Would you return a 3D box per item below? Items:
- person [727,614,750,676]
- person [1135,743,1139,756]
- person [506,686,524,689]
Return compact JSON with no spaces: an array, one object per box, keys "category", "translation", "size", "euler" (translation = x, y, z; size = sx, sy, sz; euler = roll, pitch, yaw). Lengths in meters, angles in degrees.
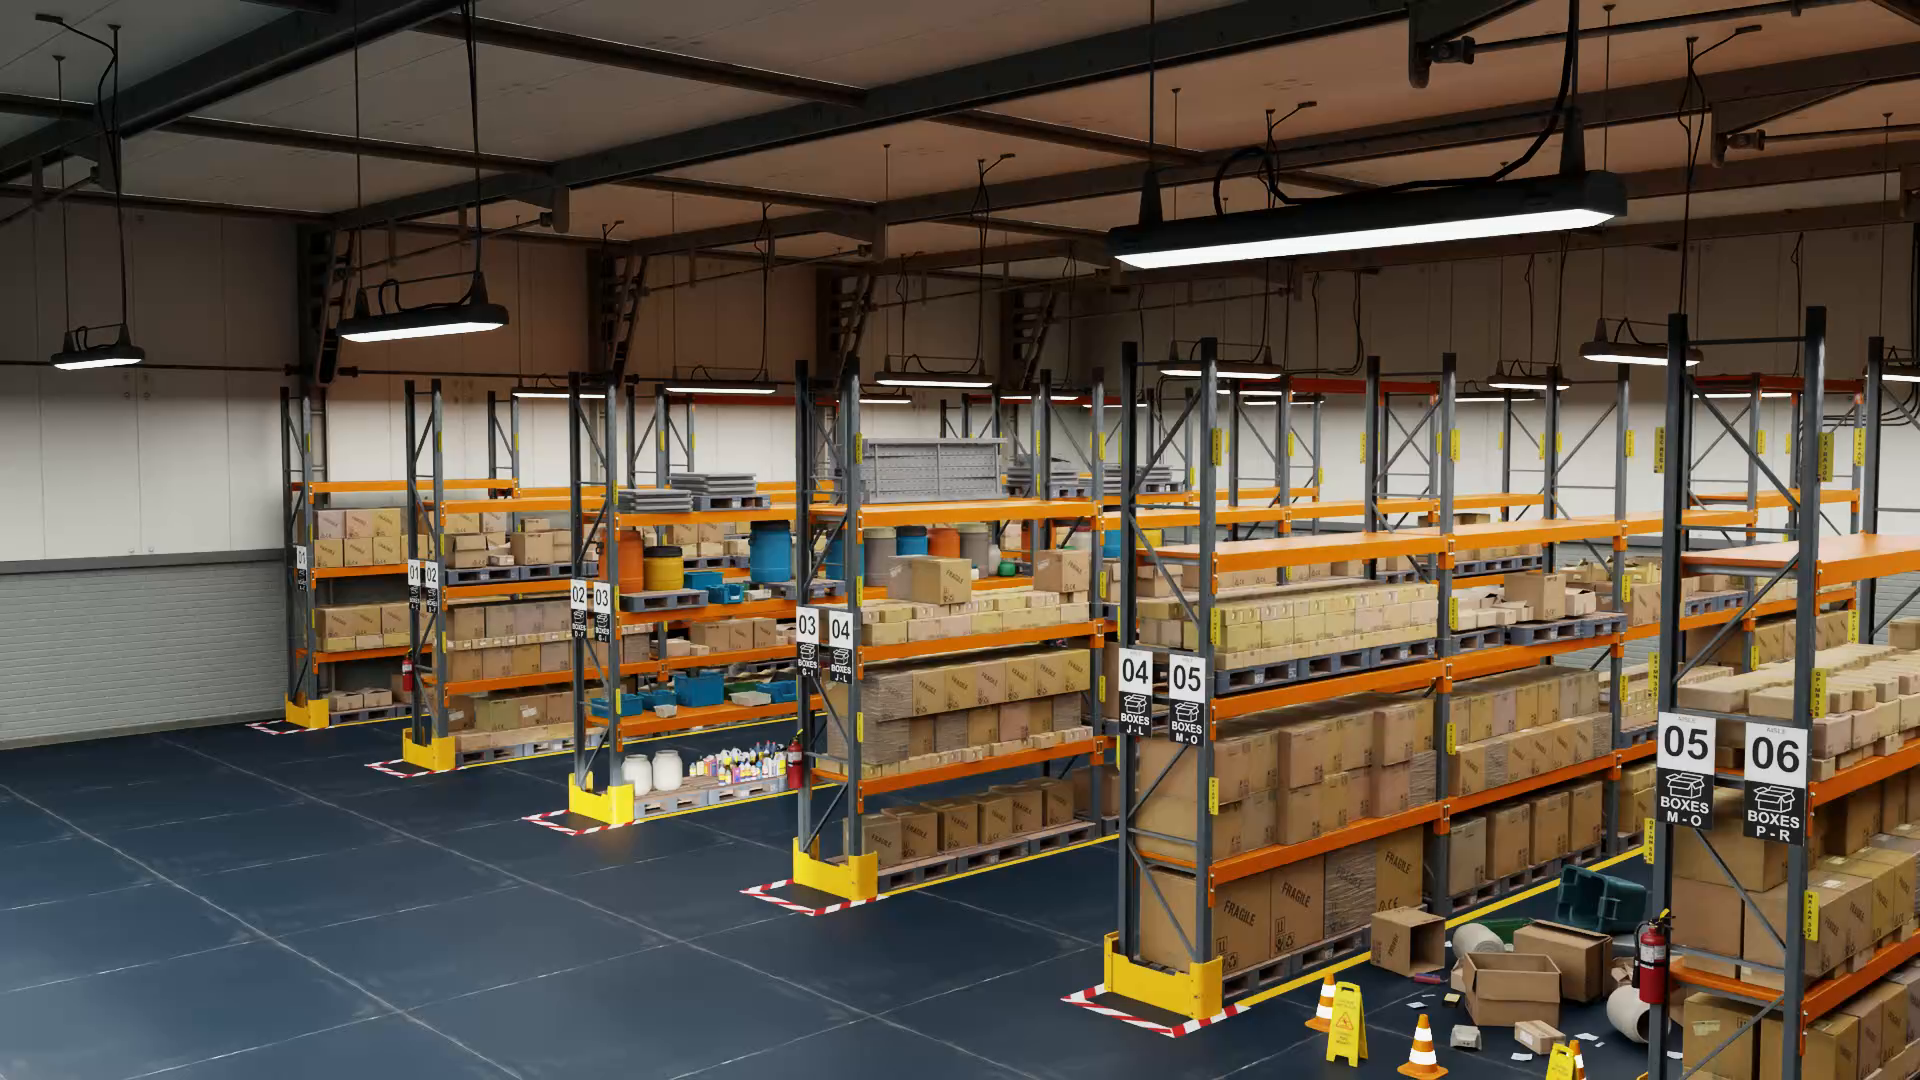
[{"category":"person","translation":[-4.501,2.170,33.734],"size":[0.467,1.673,0.462],"euler":[0,4,-3]},{"category":"person","translation":[2.765,2.751,24.891],"size":[0.530,1.745,0.516],"euler":[0,4,8]},{"category":"person","translation":[-7.912,2.428,29.455],"size":[0.407,1.695,0.499],"euler":[-1,4,-10]}]
